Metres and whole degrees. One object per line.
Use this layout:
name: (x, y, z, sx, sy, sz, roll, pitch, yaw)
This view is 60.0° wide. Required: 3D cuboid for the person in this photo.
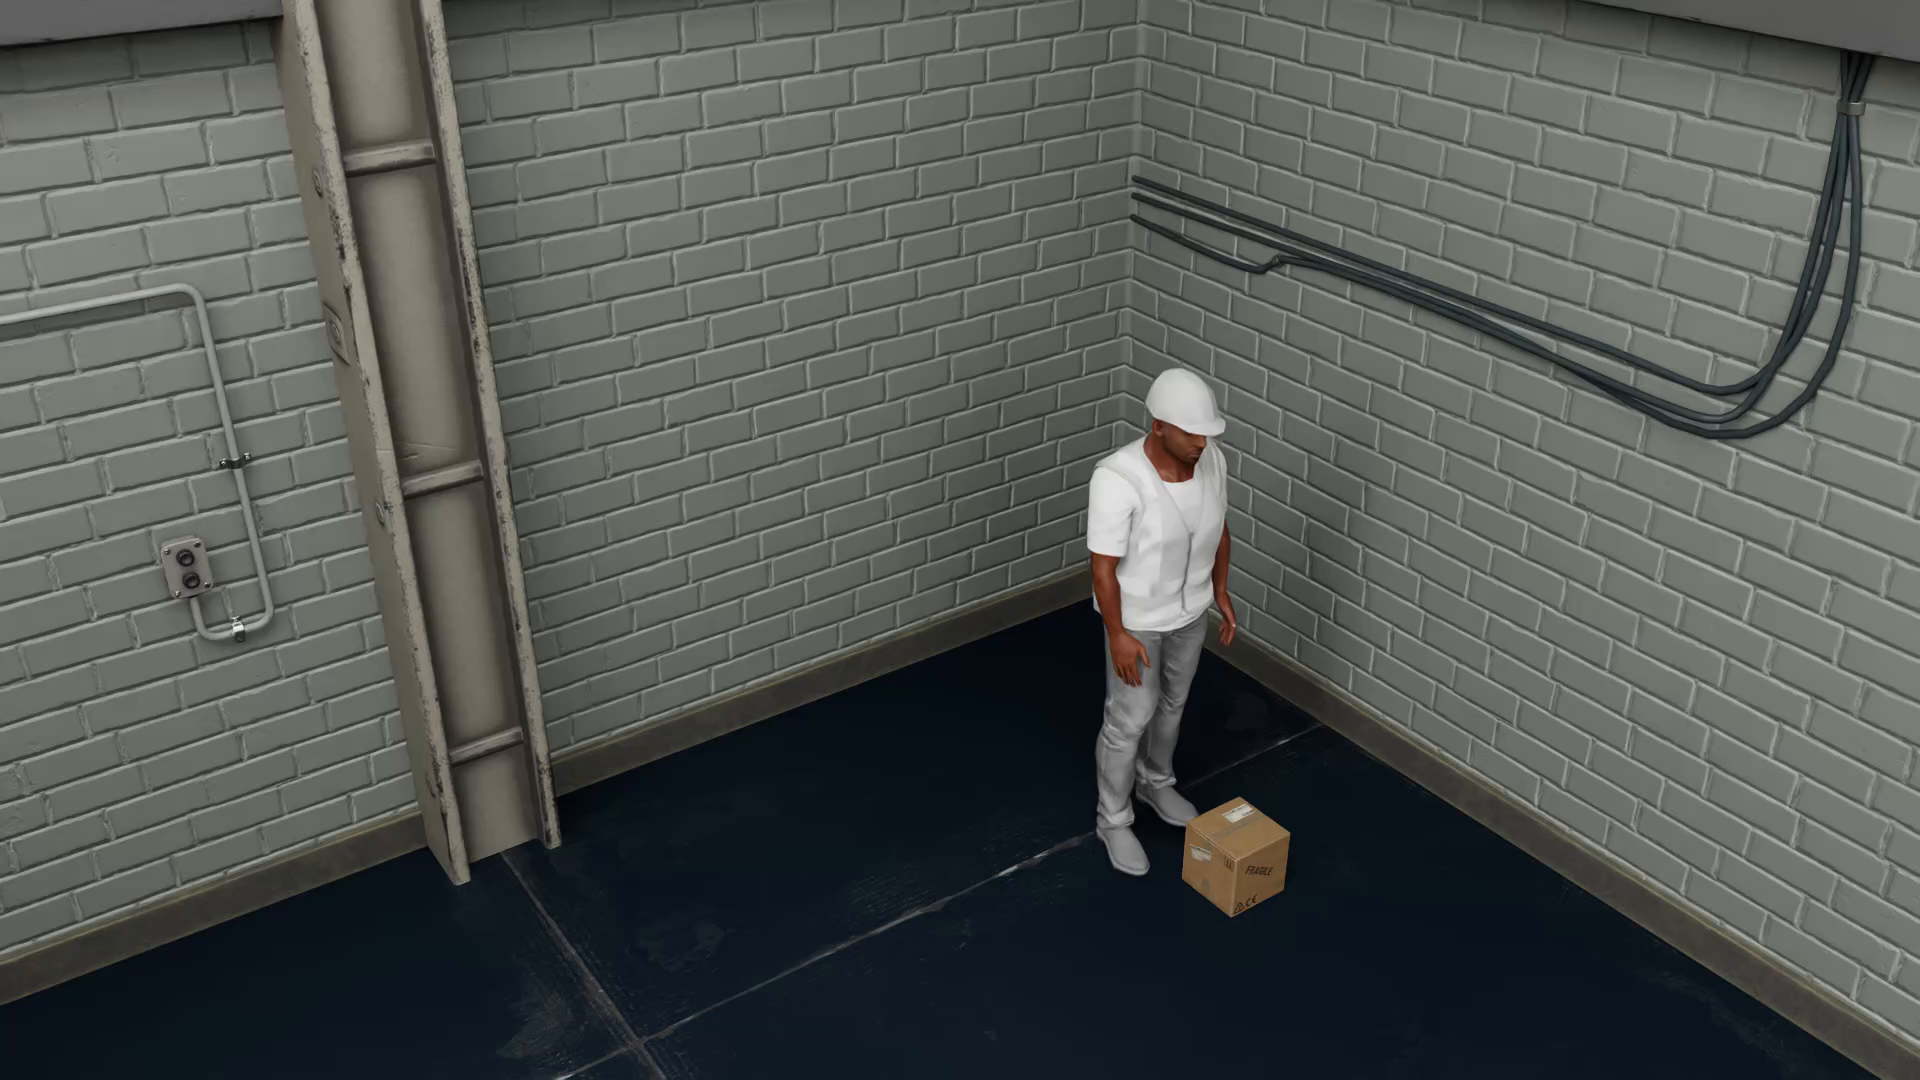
person: (0.691, 0.253, 5.624, 0.574, 1.774, 0.437, -18, 33, -30)
